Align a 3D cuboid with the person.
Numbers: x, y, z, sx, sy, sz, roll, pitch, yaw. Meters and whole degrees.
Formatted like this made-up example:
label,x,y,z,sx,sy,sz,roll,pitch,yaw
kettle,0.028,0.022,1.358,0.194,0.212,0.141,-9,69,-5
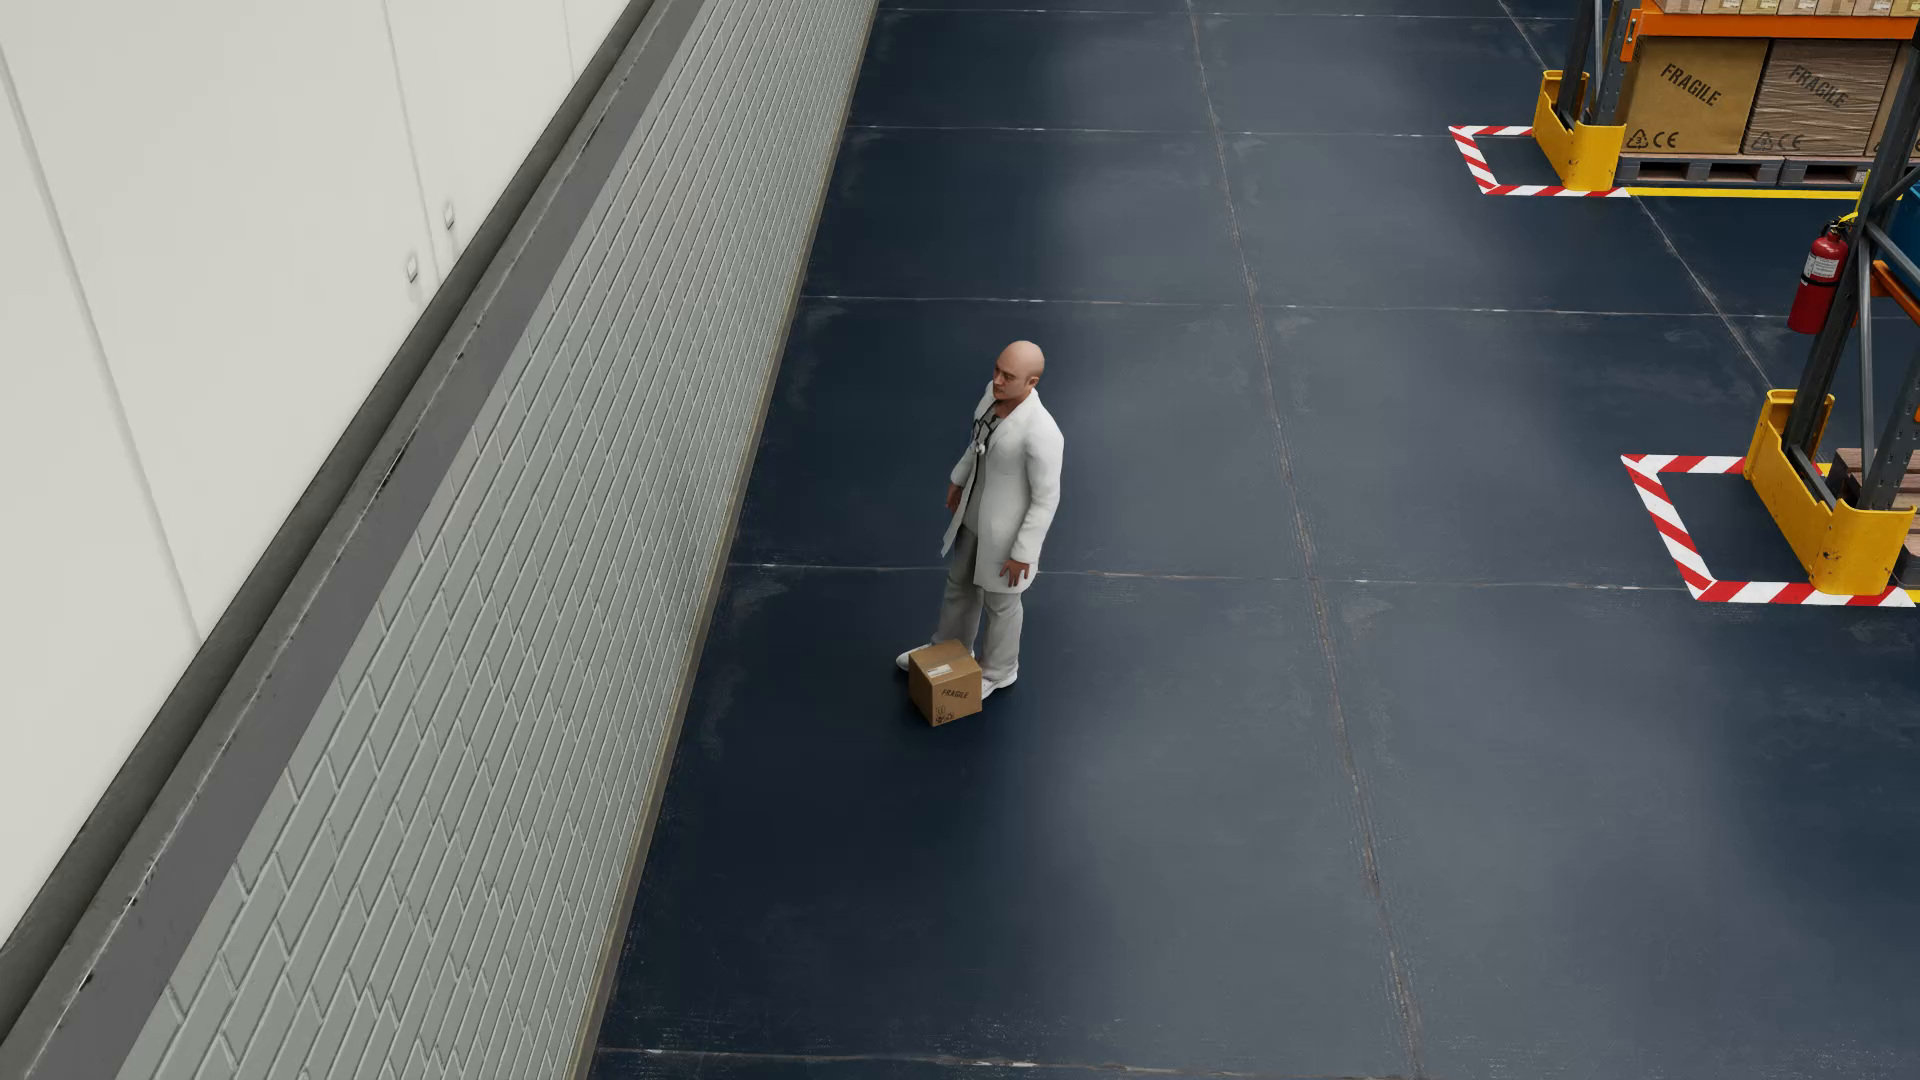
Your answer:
label,x,y,z,sx,sy,sz,roll,pitch,yaw
person,0.085,-0.048,7.184,0.580,1.776,0.698,-16,38,-21
